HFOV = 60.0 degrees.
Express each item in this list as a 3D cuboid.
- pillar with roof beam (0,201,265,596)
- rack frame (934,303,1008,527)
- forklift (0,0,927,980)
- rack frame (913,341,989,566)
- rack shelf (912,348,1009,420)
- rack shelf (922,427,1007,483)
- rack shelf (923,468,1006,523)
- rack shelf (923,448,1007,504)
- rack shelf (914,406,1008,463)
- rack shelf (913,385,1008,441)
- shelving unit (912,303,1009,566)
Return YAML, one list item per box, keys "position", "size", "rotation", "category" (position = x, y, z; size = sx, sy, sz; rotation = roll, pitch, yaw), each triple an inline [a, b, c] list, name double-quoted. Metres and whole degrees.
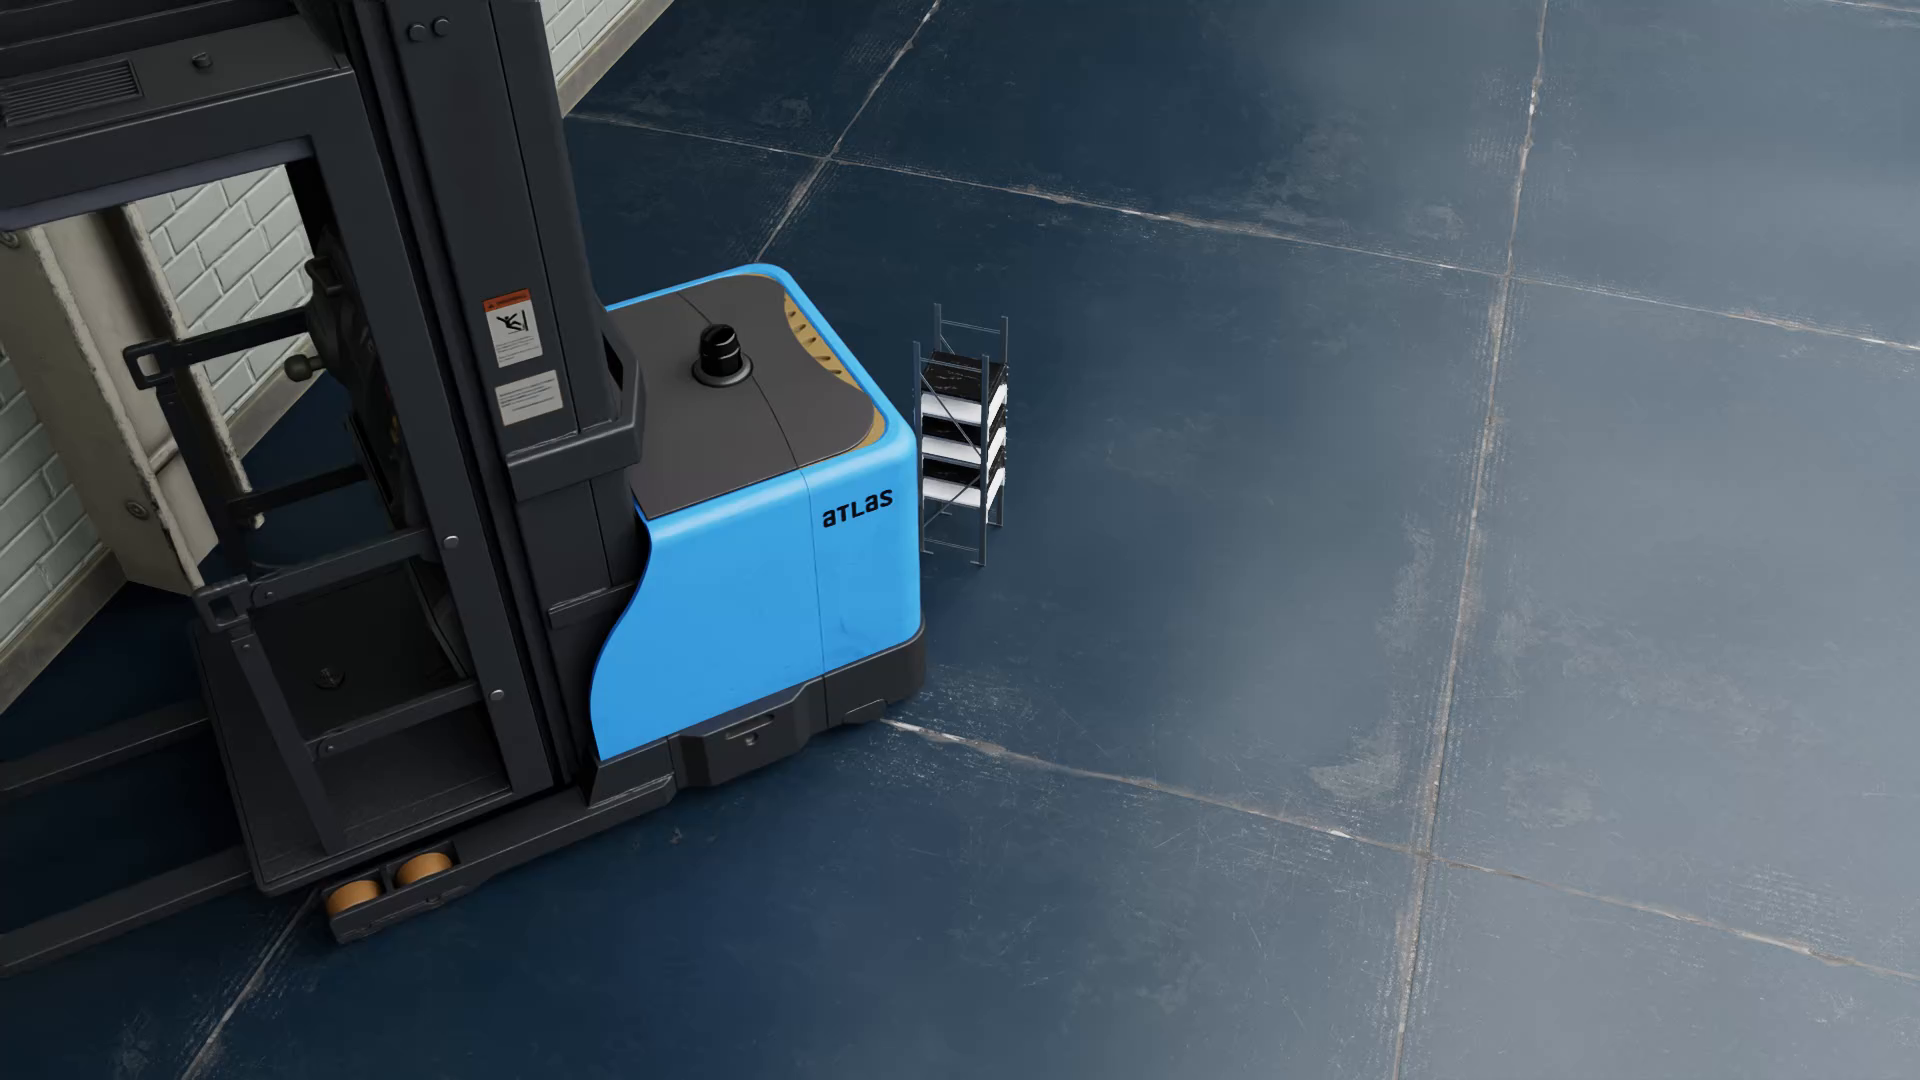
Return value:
- position: [1.466, -2.277, 1.643]
  size: [9.100, 9.000, 0.400]
  rotation: [13, 46, 13]
  category: "pillar with roof beam"
- position: [0.033, -0.395, 5.510]
  size: [0.240, 0.900, 0.006]
  rotation: [13, 46, 12]
  category: "rack frame"
- position: [-1.650, -0.369, 4.031]
  size: [3.031, 2.935, 1.130]
  rotation: [-21, 48, -20]
  category: "forklift"
- position: [-0.028, -0.259, 5.372]
  size: [0.240, 0.900, 0.006]
  rotation: [13, 46, 12]
  category: "rack frame"
- position: [0.002, -0.496, 5.275]
  size: [0.258, 0.077, 0.200]
  rotation: [13, 46, 12]
  category: "rack shelf"
- position: [0.002, -0.303, 5.464]
  size: [0.258, 0.077, 0.200]
  rotation: [13, 46, 12]
  category: "rack shelf"
- position: [0.002, -0.175, 5.590]
  size: [0.258, 0.077, 0.200]
  rotation: [13, 46, 12]
  category: "rack shelf"
- position: [0.002, -0.239, 5.527]
  size: [0.258, 0.077, 0.200]
  rotation: [13, 46, 12]
  category: "rack shelf"
- position: [0.002, -0.368, 5.401]
  size: [0.258, 0.077, 0.200]
  rotation: [13, 46, 12]
  category: "rack shelf"
- position: [0.002, -0.432, 5.338]
  size: [0.258, 0.077, 0.200]
  rotation: [13, 46, 12]
  category: "rack shelf"
- position: [0.002, -0.327, 5.441]
  size: [0.258, 0.900, 0.210]
  rotation: [13, 46, 12]
  category: "shelving unit"
